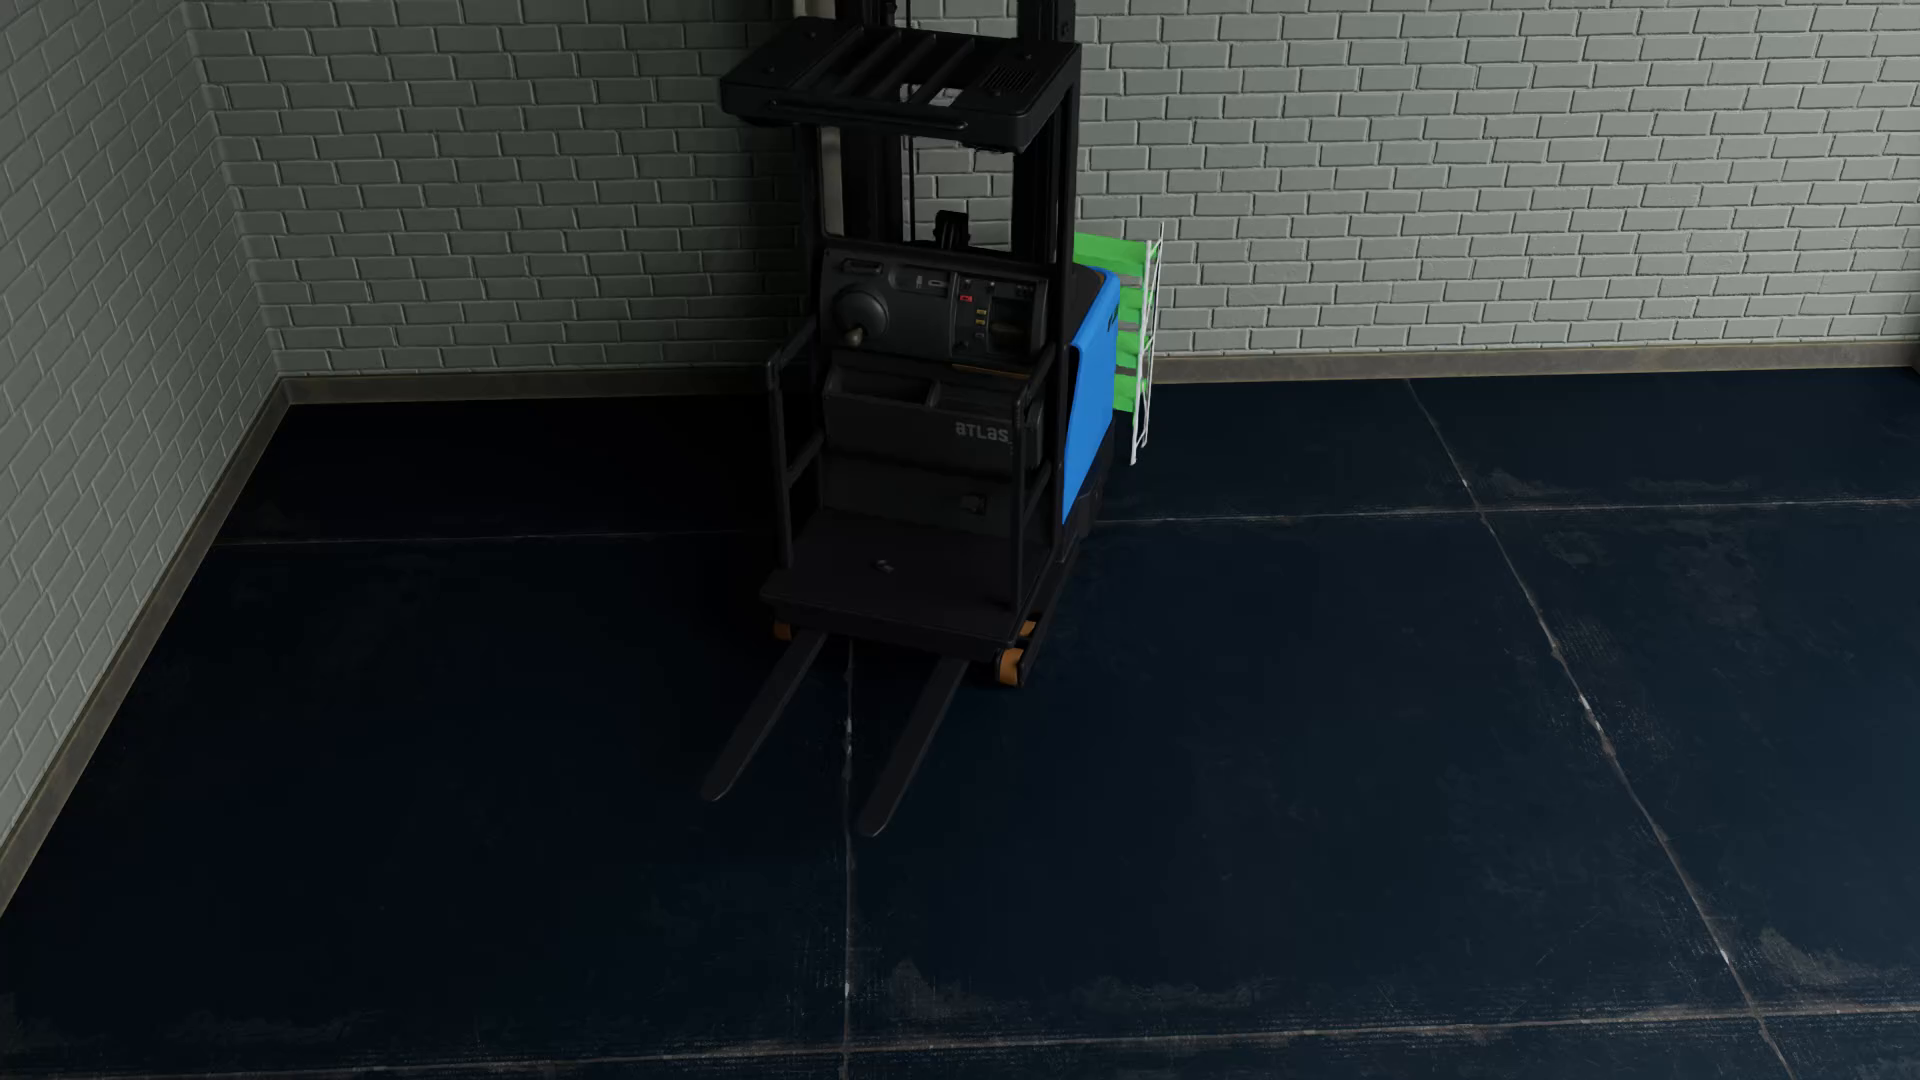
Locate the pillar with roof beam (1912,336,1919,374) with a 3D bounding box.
[{"bbox_3d":[5.633,-2.145,2.942,0.400,9.000,9.100,-2,35,-2],"label":"pillar with roof beam"}]

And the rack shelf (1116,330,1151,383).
[{"bbox_3d":[0.675,-0.931,8.150,0.480,0.148,0.258,12,36,17],"label":"rack shelf"}]

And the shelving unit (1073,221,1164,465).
[{"bbox_3d":[0.676,-0.984,8.114,0.503,1.200,0.258,12,36,17],"label":"shelving unit"}]

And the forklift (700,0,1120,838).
[{"bbox_3d":[-0.172,-0.856,6.411,1.130,2.935,3.031,10,36,14],"label":"forklift"}]

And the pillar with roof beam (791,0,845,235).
[{"bbox_3d":[-0.360,-1.984,2.709,0.400,9.000,9.100,-2,35,-2],"label":"pillar with roof beam"}]

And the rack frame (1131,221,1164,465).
[{"bbox_3d":[0.903,-0.934,8.042,0.015,1.200,0.240,12,36,17],"label":"rack frame"}]

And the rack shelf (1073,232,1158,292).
[{"bbox_3d":[0.677,-1.329,7.881,0.480,0.148,0.258,12,36,17],"label":"rack shelf"}]

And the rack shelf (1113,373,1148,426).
[{"bbox_3d":[0.674,-0.732,8.284,0.480,0.148,0.258,12,36,17],"label":"rack shelf"}]

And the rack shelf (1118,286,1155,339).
[{"bbox_3d":[0.676,-1.130,8.016,0.480,0.148,0.258,12,36,17],"label":"rack shelf"}]
